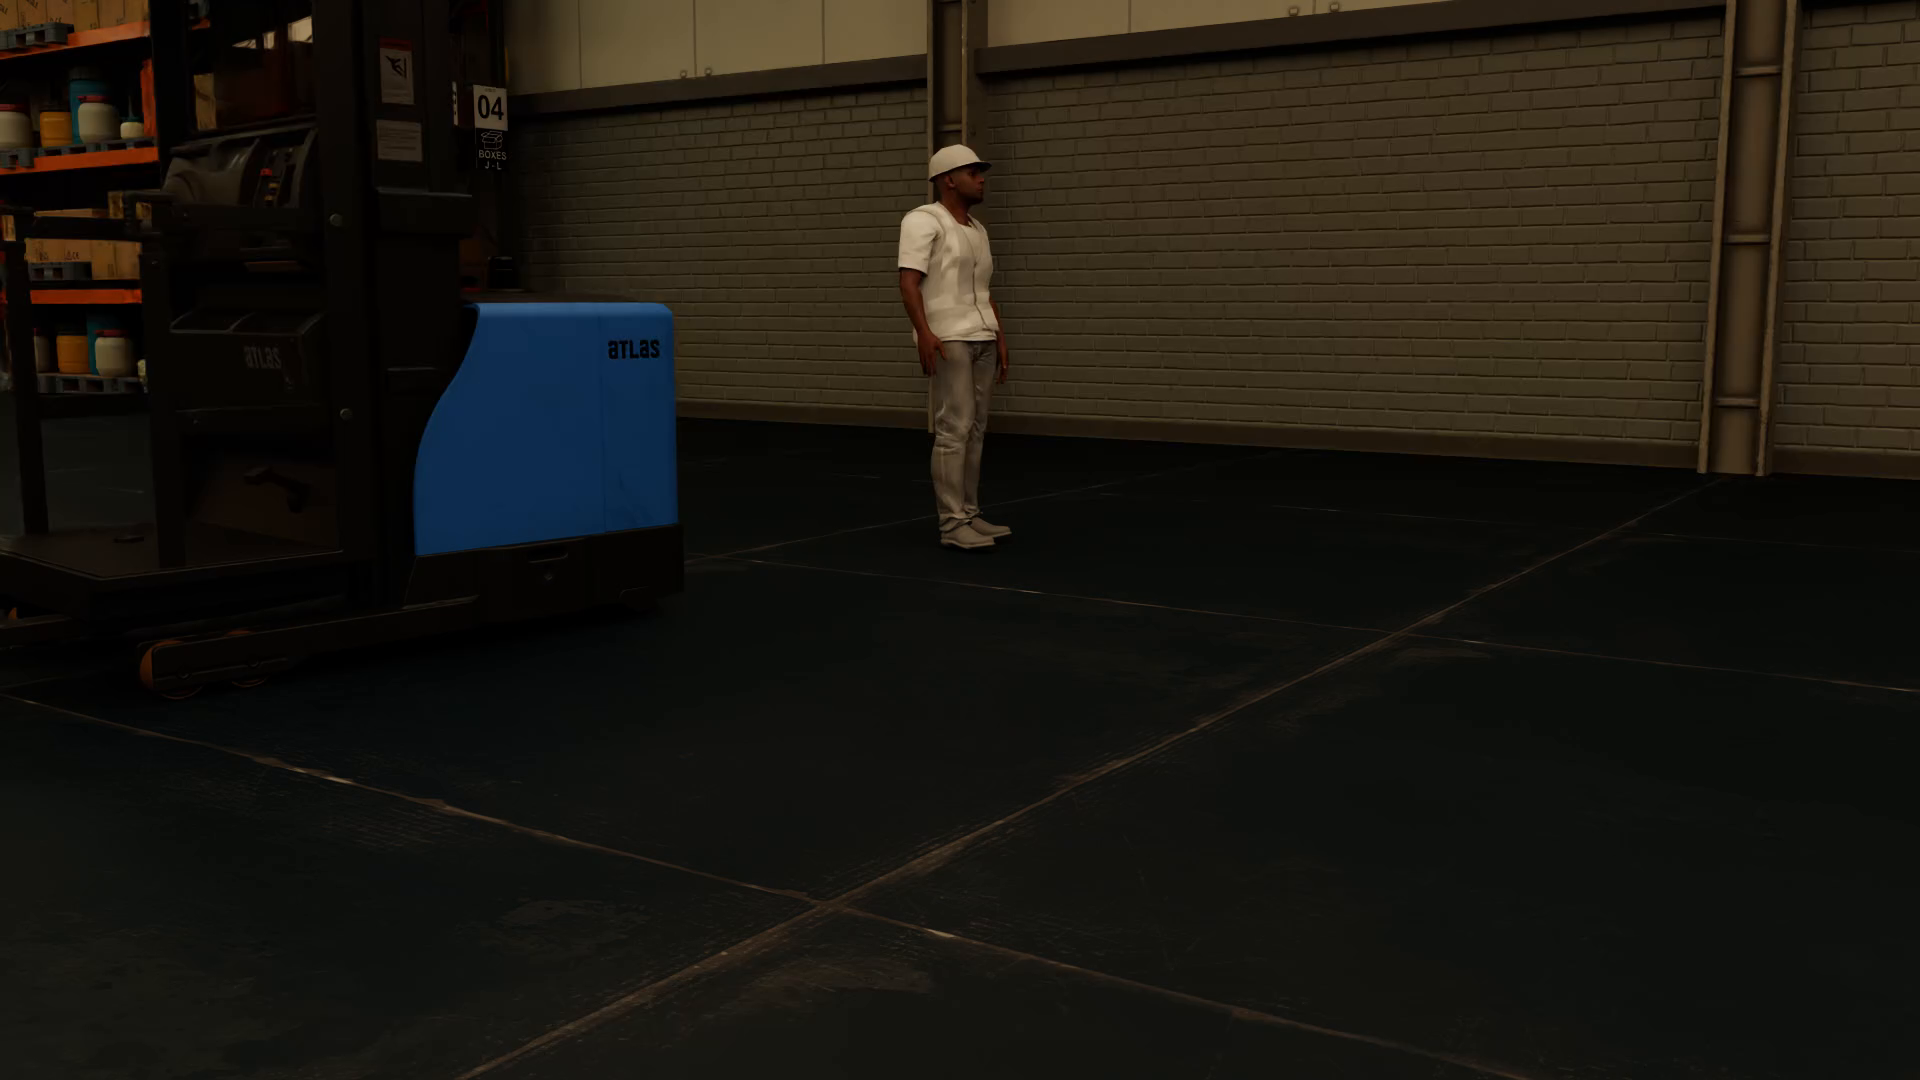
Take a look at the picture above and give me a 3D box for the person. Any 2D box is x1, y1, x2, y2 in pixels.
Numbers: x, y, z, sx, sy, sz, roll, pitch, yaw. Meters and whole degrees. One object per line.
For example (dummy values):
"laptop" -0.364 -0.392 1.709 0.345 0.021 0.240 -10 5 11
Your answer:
"person" 0.054 -0.876 7.435 0.577 1.765 0.665 5 10 34

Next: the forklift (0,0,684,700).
"forklift" -2.330 -1.095 4.890 1.130 2.935 3.031 7 11 42
